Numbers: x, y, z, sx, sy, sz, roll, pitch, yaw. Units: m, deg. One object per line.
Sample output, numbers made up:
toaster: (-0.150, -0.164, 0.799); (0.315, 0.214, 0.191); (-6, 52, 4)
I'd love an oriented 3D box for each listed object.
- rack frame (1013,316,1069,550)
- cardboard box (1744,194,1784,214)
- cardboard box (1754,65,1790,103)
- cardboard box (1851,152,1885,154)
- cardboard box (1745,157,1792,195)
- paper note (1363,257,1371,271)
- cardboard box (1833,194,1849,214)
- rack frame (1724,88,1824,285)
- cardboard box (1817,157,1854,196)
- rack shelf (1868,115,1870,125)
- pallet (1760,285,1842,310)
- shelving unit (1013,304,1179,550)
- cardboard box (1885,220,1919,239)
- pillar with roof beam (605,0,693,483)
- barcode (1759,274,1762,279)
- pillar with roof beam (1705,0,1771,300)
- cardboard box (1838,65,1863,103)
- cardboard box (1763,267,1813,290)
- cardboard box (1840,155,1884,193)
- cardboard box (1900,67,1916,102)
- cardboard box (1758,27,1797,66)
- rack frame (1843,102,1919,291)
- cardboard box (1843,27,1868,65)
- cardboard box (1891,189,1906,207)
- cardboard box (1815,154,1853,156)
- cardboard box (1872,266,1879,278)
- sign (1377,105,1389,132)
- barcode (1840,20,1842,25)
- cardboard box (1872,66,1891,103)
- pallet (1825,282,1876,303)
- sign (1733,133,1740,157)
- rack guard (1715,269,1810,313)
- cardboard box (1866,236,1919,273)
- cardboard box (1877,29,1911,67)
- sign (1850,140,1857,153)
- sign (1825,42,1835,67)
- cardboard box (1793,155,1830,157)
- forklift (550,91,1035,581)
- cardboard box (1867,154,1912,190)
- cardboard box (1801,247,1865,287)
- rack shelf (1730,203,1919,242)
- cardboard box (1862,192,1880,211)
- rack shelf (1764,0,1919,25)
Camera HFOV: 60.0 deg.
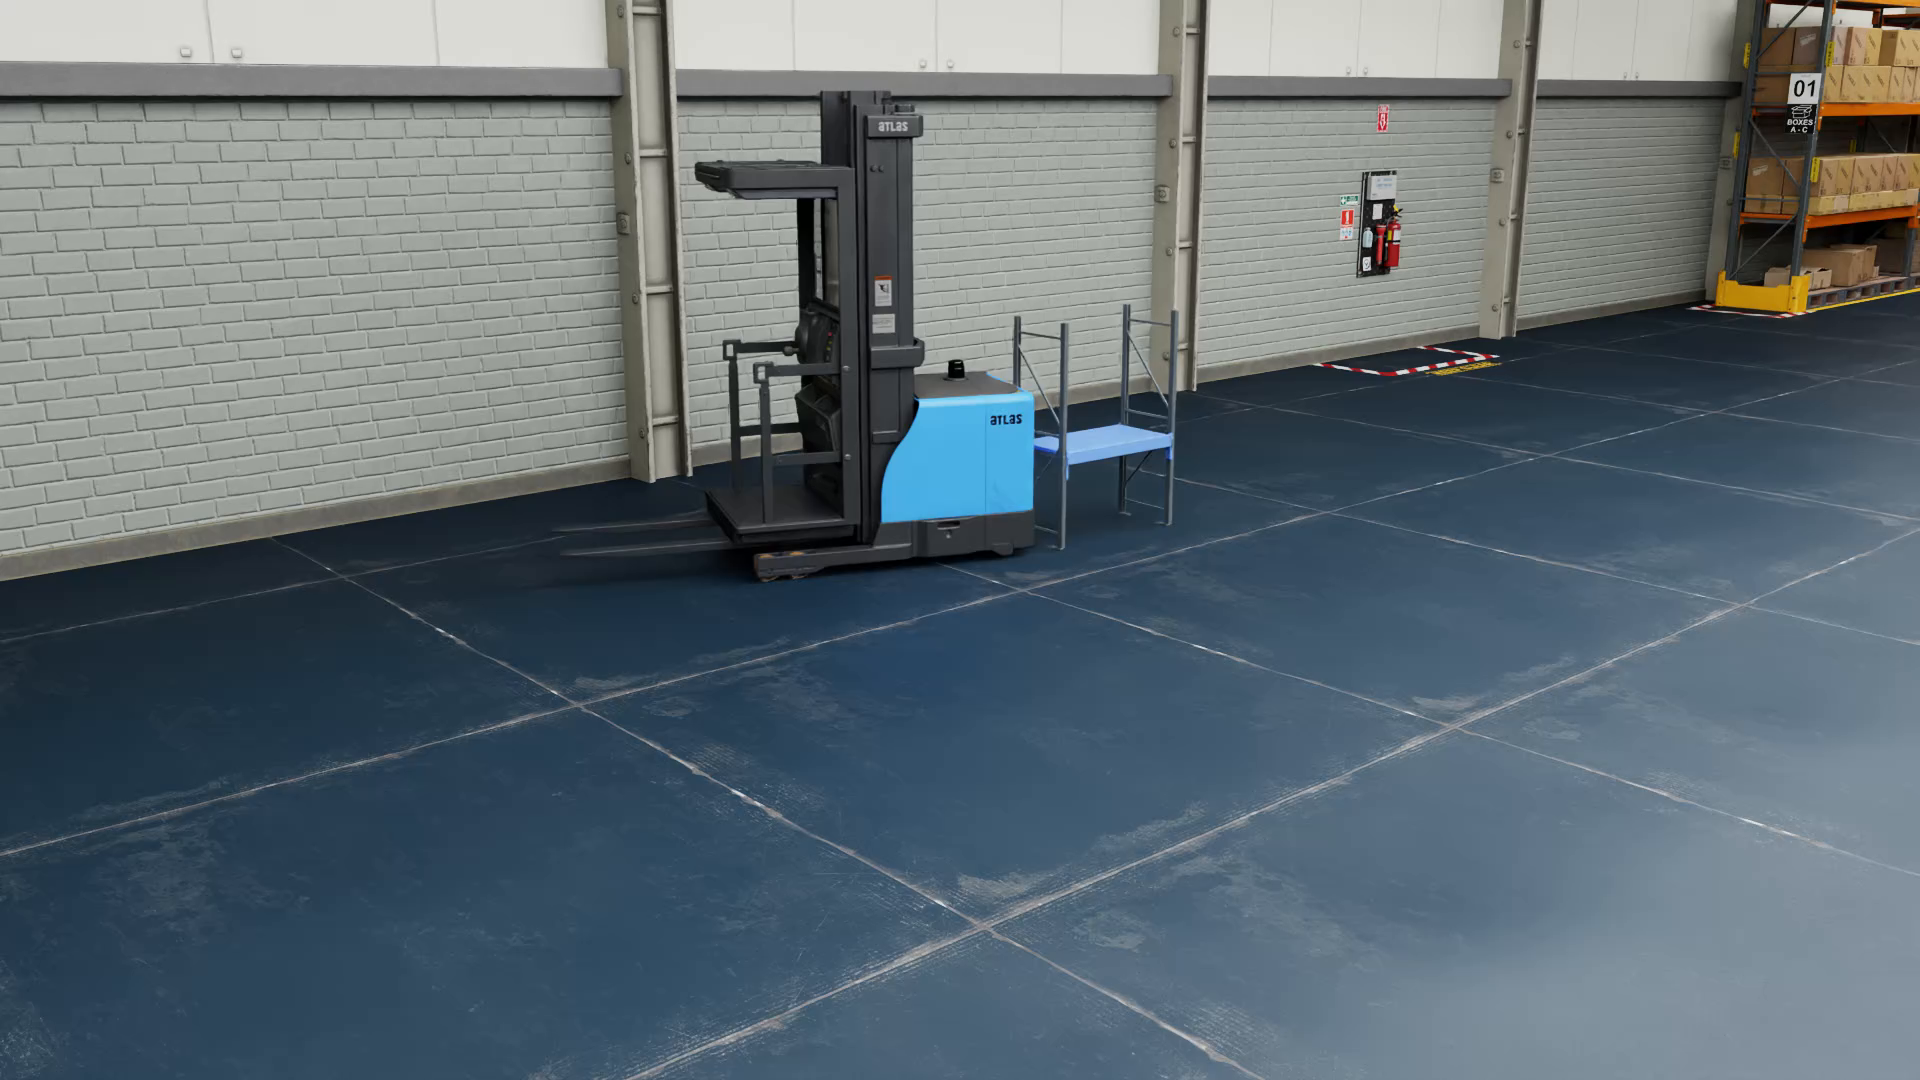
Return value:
rack frame: (0.526, -0.707, 10.992); (0.032, 1.500, 0.500); (-12, 19, -38)
cardboard box: (11.483, -4.772, 23.554); (0.500, 0.250, 0.500); (-12, 19, -39)
cardboard box: (11.406, -6.345, 23.146); (0.500, 0.500, 0.500); (-11, 18, -35)
cardboard box: (13.783, -5.656, 25.411); (0.500, 0.500, 0.500); (-13, 20, -41)
cardboard box: (11.473, -5.139, 23.474); (0.500, 0.500, 0.500); (-13, 20, -40)
paper note: (4.623, -3.135, 18.881); (0.142, 0.148, 0.016); (-13, 19, -39)
cardboard box: (12.216, -4.767, 23.534); (0.500, 0.250, 0.500); (-13, 20, -41)
rack frame: (11.257, -4.718, 23.100); (0.127, 3.000, 1.000); (-13, 19, -39)
cardboard box: (12.194, -5.121, 23.410); (0.500, 0.500, 0.500); (-13, 19, -39)
rack shelf: (15.784, -6.836, 26.611); (4.000, 0.370, 1.077); (-13, 19, -39)
pallet: (11.951, -3.514, 23.997); (1.213, 0.211, 1.003); (-13, 19, -39)
shelving unit: (0.918, -0.791, 11.304); (1.048, 1.500, 0.538); (-12, 19, -38)
cardboard box: (15.149, -4.966, 26.566); (0.500, 0.250, 0.500); (-13, 20, -41)
pillar with roof beam: (0.465, -4.016, 8.847); (0.400, 9.000, 9.100); (-13, 19, -39)
barcode: (11.589, -3.816, 24.065); (0.075, 0.075, 0.001); (-13, 19, -39)
pillar with roof beam: (14.043, -7.065, 20.262); (0.400, 9.000, 9.100); (-13, 19, -39)
cardboard box: (12.102, -6.317, 23.042); (0.500, 0.500, 0.500); (-11, 19, -36)
cardboard box: (11.838, -3.731, 23.763); (0.500, 0.311, 0.500); (13, 20, 41)
cardboard box: (12.970, -5.298, 24.069); (0.500, 0.500, 0.500); (-12, 19, -38)
cardboard box: (13.666, -6.686, 24.422); (0.500, 0.500, 0.500); (14, 20, 42)
cardboard box: (11.411, -6.832, 23.032); (0.500, 0.500, 0.500); (-12, 19, -37)
rack frame: (14.275, -5.395, 25.637); (0.127, 3.000, 1.000); (-13, 19, -39)
cardboard box: (12.119, -6.801, 22.917); (0.500, 0.500, 0.500); (-13, 20, -40)
cardboard box: (13.735, -5.111, 24.822); (0.500, 0.250, 0.500); (-13, 19, -39)
cardboard box: (13.011, -5.486, 24.773); (0.500, 0.500, 0.500); (-12, 19, -38)
cardboard box: (13.891, -4.143, 25.584); (0.380, 0.166, 0.250); (13, 20, 40)
sign: (4.730, -4.715, 18.598); (0.199, 0.298, 0.001); (-13, 19, -39)
barcode: (12.944, -7.611, 24.436); (0.075, 0.075, 0.001); (-13, 19, -39)
cardboard box: (12.881, -6.501, 23.729); (0.500, 0.500, 0.500); (-11, 19, -36)
pallet: (12.871, -3.720, 24.767); (1.213, 0.211, 1.003); (-13, 19, -39)
sign: (10.908, -5.541, 23.327); (0.005, 0.325, 0.100); (-13, 19, -39)
rack guard: (11.315, -3.523, 23.471); (0.348, 0.500, 1.175); (-13, 19, -39)
cardboard box: (14.819, -4.528, 26.381); (0.500, 0.500, 0.700); (-12, 19, -38)
cardboard box: (13.281, -7.063, 23.896); (0.500, 0.500, 0.500); (-14, 20, -41)
sign: (13.908, -6.062, 25.889); (0.005, 0.325, 0.100); (-13, 19, -39)
sign: (11.614, -6.484, 22.205); (0.005, 0.325, 0.100); (-13, 19, -39)
cardboard box: (12.247, -5.310, 24.117); (0.500, 0.500, 0.500); (-13, 20, -41)
forklift: (-1.084, -1.312, 10.484); (3.031, 2.935, 1.130); (-5, 16, -18)
cardboard box: (13.748, -5.469, 24.711); (0.500, 0.500, 0.500); (-13, 20, -40)
cardboard box: (12.855, -4.034, 24.529); (0.500, 0.500, 0.700); (-14, 21, -43)
rack shelf: (12.766, -4.709, 24.461); (4.000, 0.370, 1.077); (-13, 19, -39)
cardboard box: (12.987, -4.937, 24.172); (0.500, 0.250, 0.500); (-12, 19, -39)
rack shelf: (12.766, -7.606, 23.687); (4.000, 0.370, 1.077); (-13, 19, -39)
